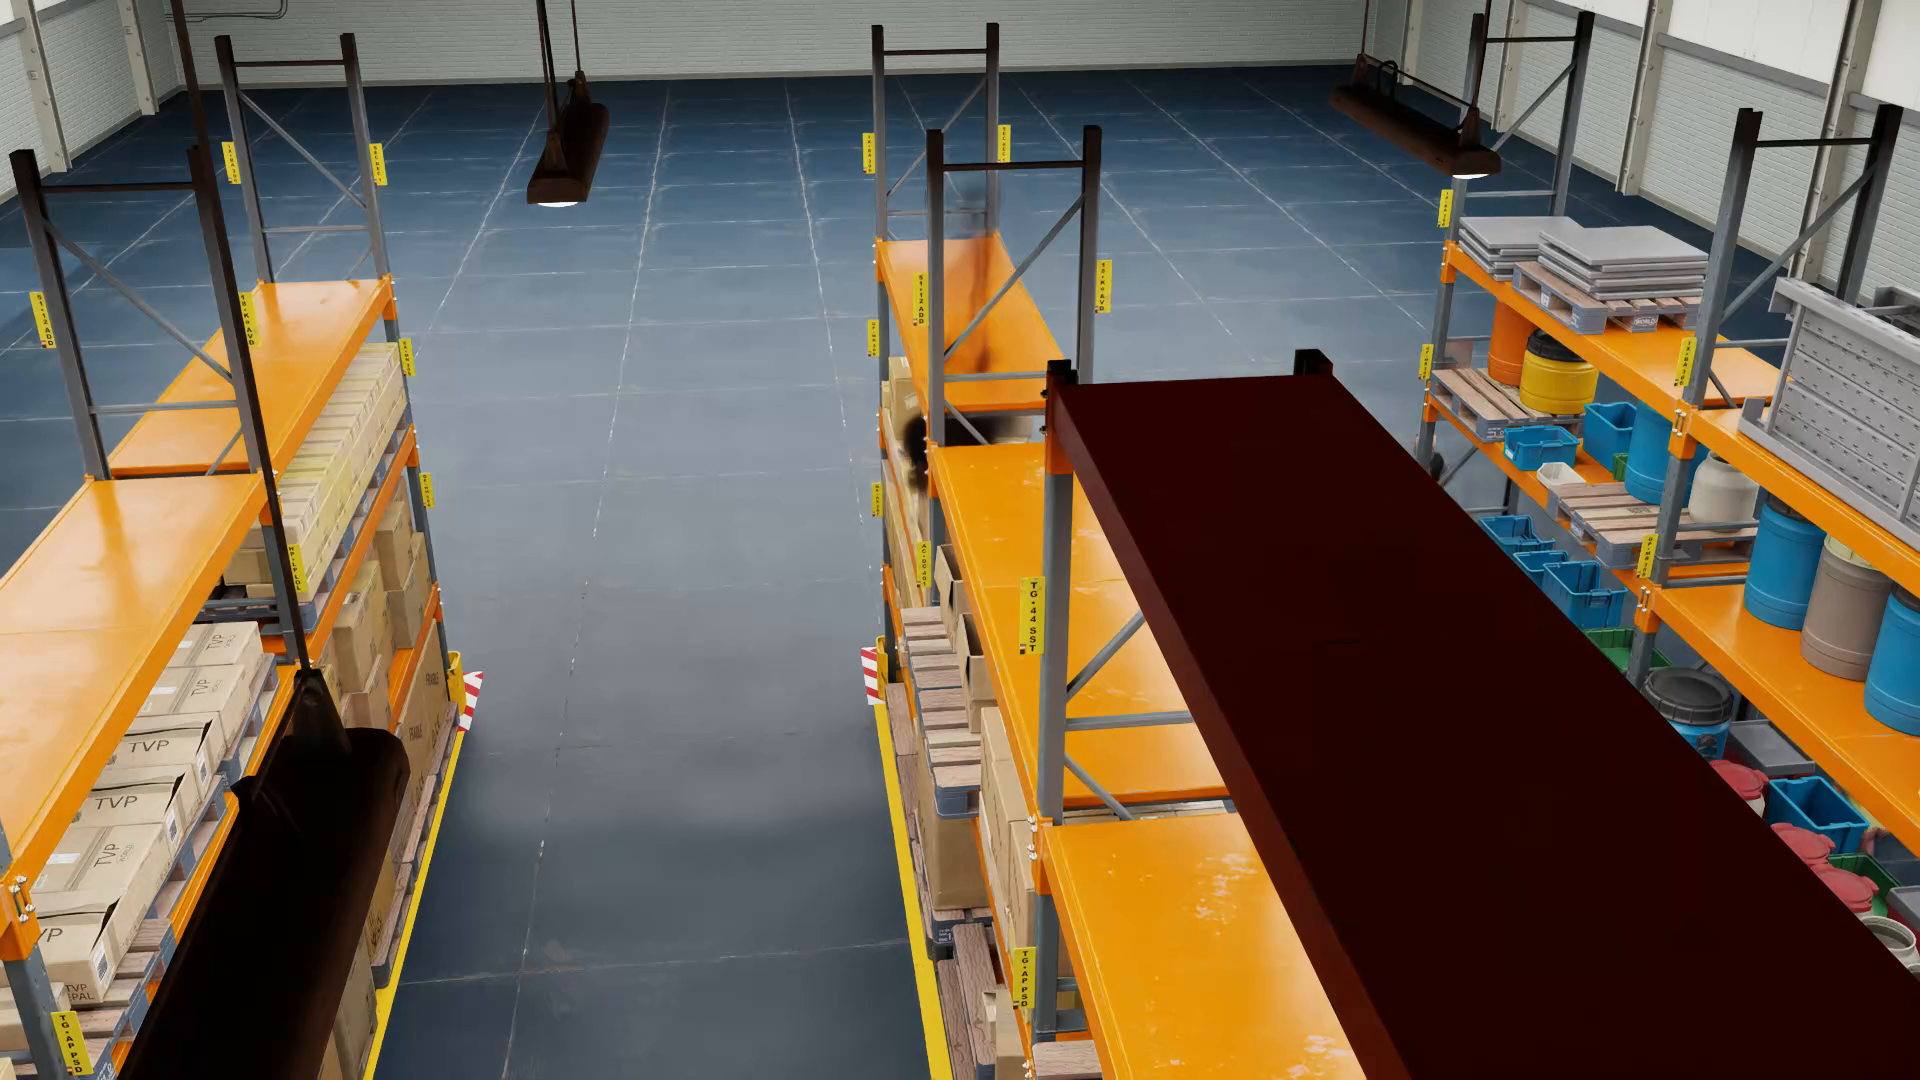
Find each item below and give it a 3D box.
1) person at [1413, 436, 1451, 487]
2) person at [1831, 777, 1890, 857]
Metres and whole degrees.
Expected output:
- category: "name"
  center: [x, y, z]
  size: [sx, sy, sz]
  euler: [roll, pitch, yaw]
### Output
- category: "person"
  center: [4.765, -0.335, 17.286]
  size: [0.592, 1.681, 0.663]
  euler: [17, 30, 32]
- category: "person"
  center: [6.650, 2.170, 12.153]
  size: [0.616, 1.625, 1.003]
  euler: [-2, 26, -4]
